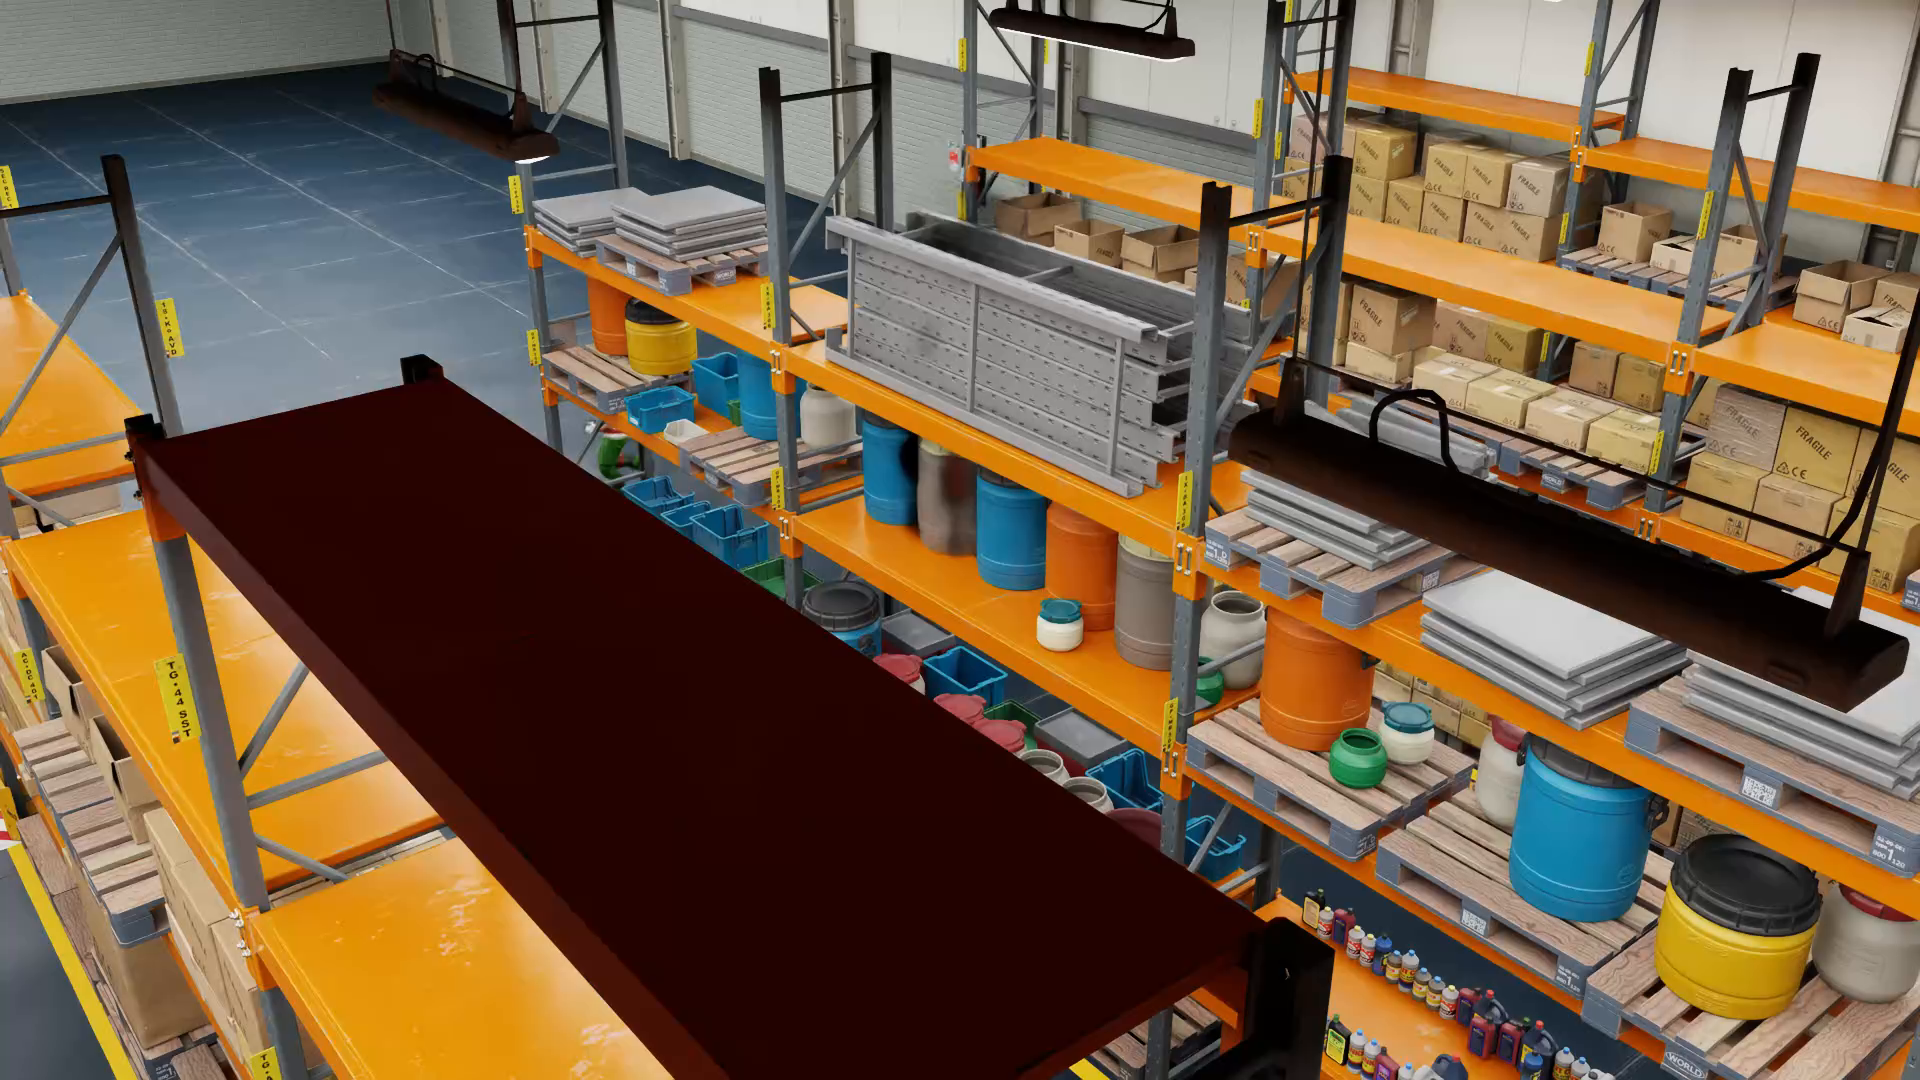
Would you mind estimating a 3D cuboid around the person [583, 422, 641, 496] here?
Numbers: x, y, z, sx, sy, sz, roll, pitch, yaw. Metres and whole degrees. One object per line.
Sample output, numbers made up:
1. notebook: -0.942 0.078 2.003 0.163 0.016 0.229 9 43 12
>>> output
1. person: -3.894 -1.208 18.813 0.709 1.734 0.703 -5 26 -11
